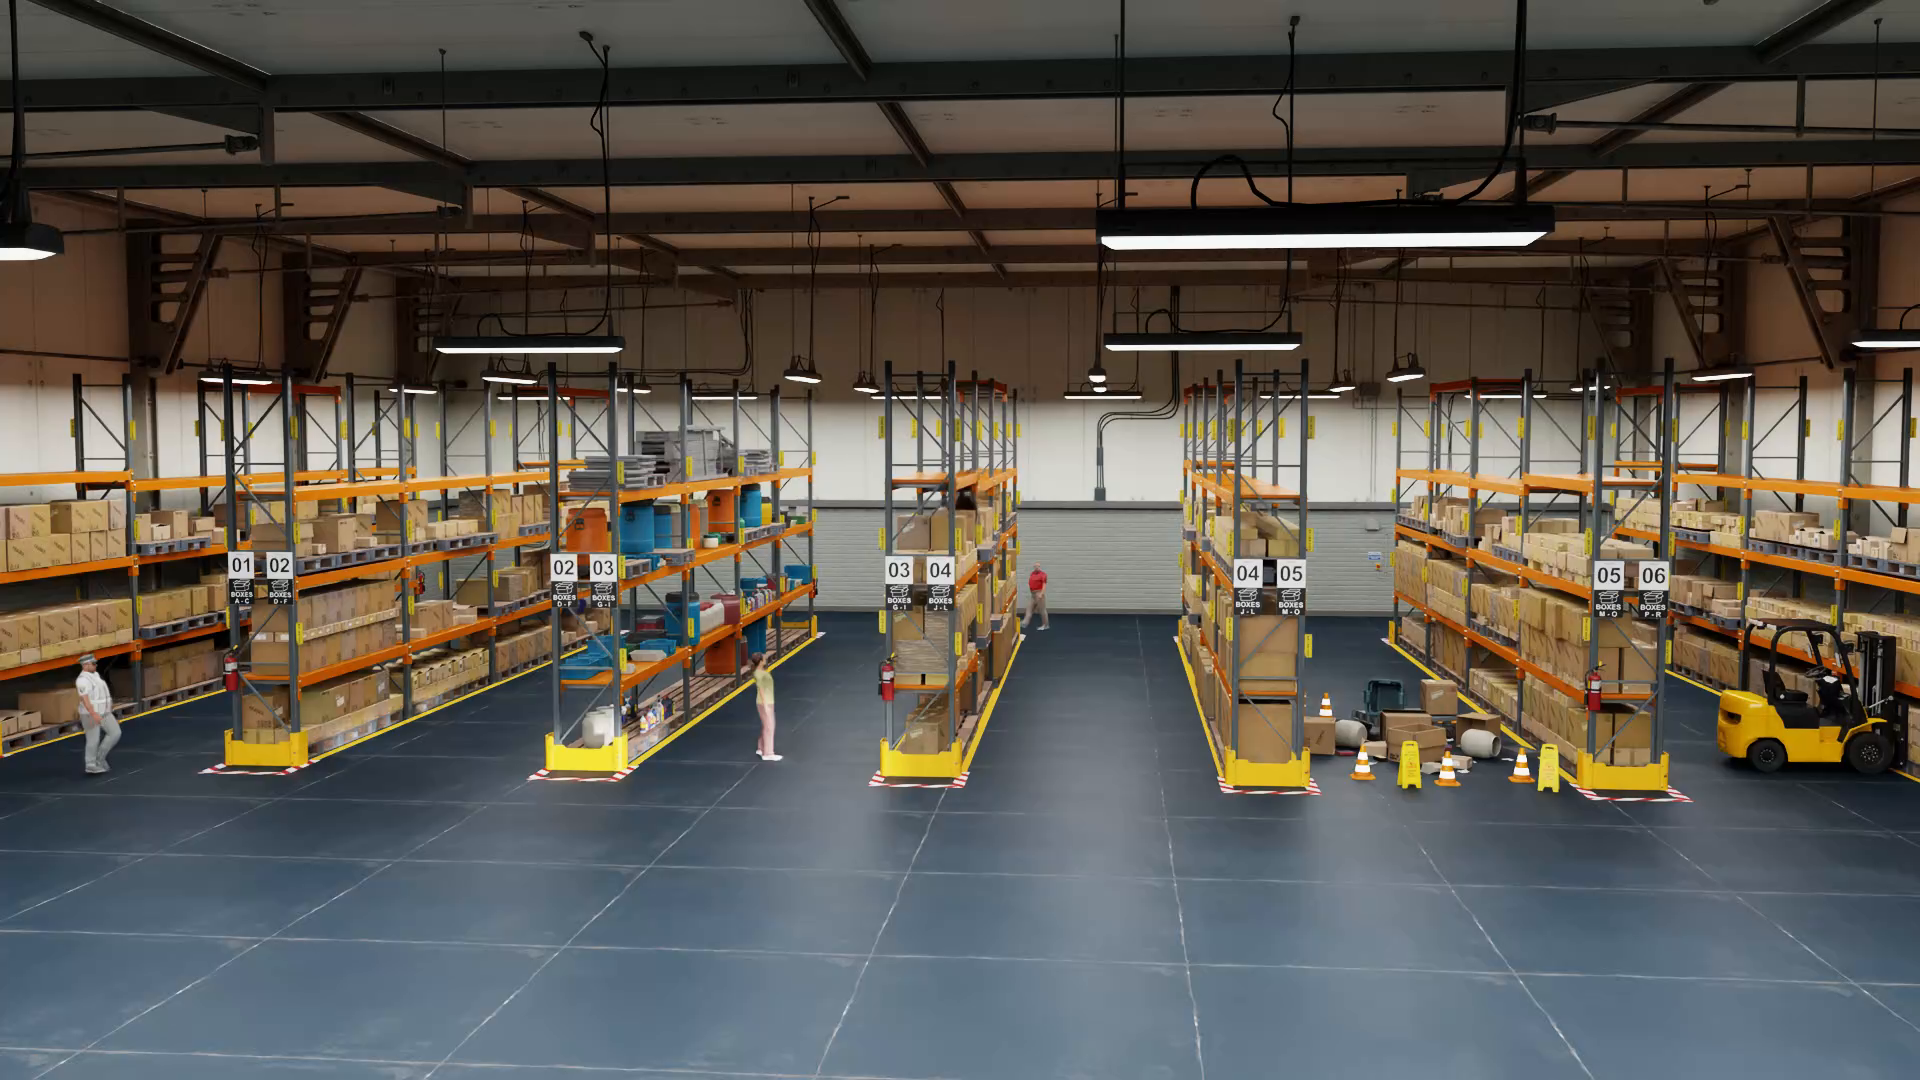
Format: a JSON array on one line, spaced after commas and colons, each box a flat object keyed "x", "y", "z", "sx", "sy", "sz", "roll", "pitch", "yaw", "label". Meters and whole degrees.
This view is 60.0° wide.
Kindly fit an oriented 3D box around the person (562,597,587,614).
[{"x": -10.165, "y": 1.322, "z": 43.794, "sx": 0.875, "sy": 1.579, "sz": 0.521, "roll": 1, "pitch": 4, "yaw": 18, "label": "person"}]

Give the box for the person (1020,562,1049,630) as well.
[{"x": 1.820, "y": 1.408, "z": 41.768, "sx": 0.838, "sy": 1.712, "sz": 0.573, "roll": -2, "pitch": 4, "yaw": -24, "label": "person"}]

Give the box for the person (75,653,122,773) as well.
[{"x": -12.568, "y": 2.522, "z": 24.170, "sx": 0.488, "sy": 1.775, "sz": 0.556, "roll": 1, "pitch": 4, "yaw": 16, "label": "person"}]

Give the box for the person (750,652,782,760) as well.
[{"x": -2.946, "y": 2.538, "z": 25.362, "sx": 0.487, "sy": 1.703, "sz": 0.522, "roll": 0, "pitch": 4, "yaw": 5, "label": "person"}]
